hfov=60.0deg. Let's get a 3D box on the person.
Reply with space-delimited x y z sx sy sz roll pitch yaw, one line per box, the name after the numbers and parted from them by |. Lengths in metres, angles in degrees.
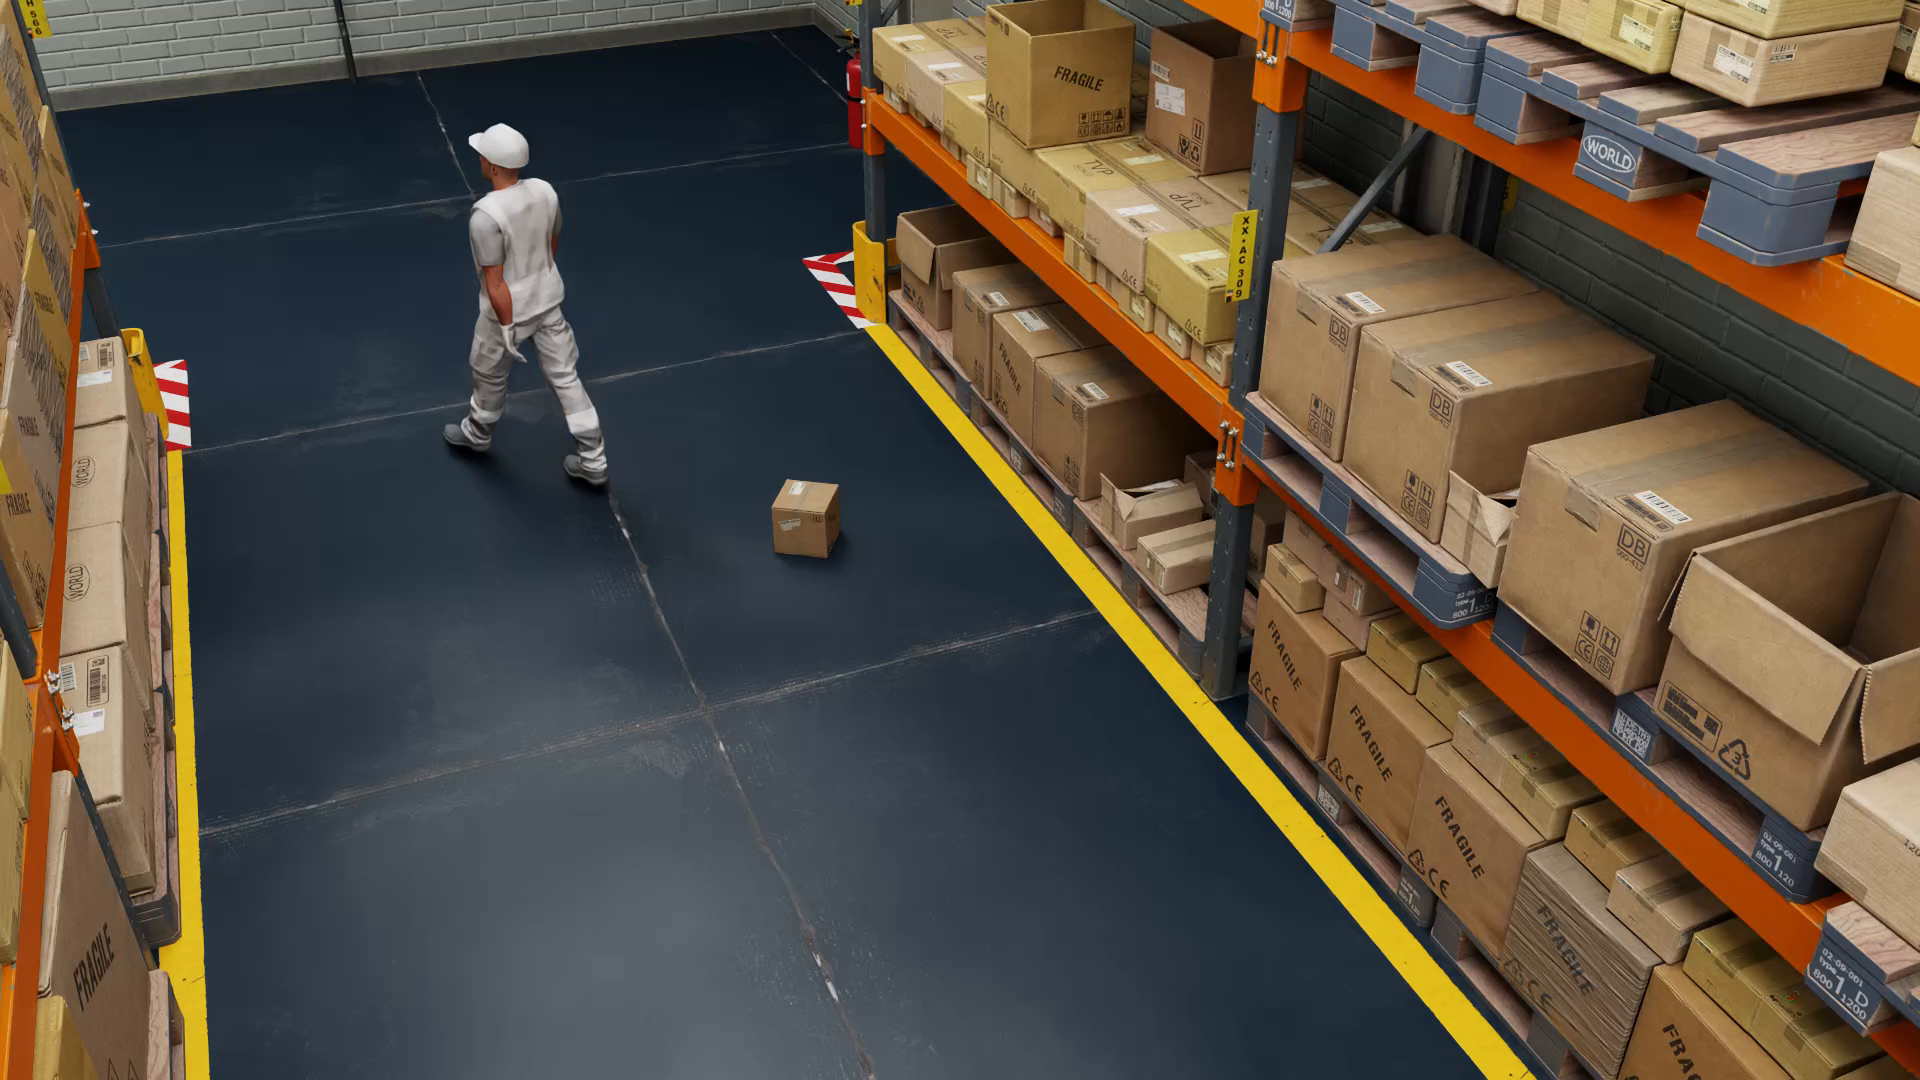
-2.164 -1.155 7.861 1.046 1.727 0.536 24 40 31 | person
